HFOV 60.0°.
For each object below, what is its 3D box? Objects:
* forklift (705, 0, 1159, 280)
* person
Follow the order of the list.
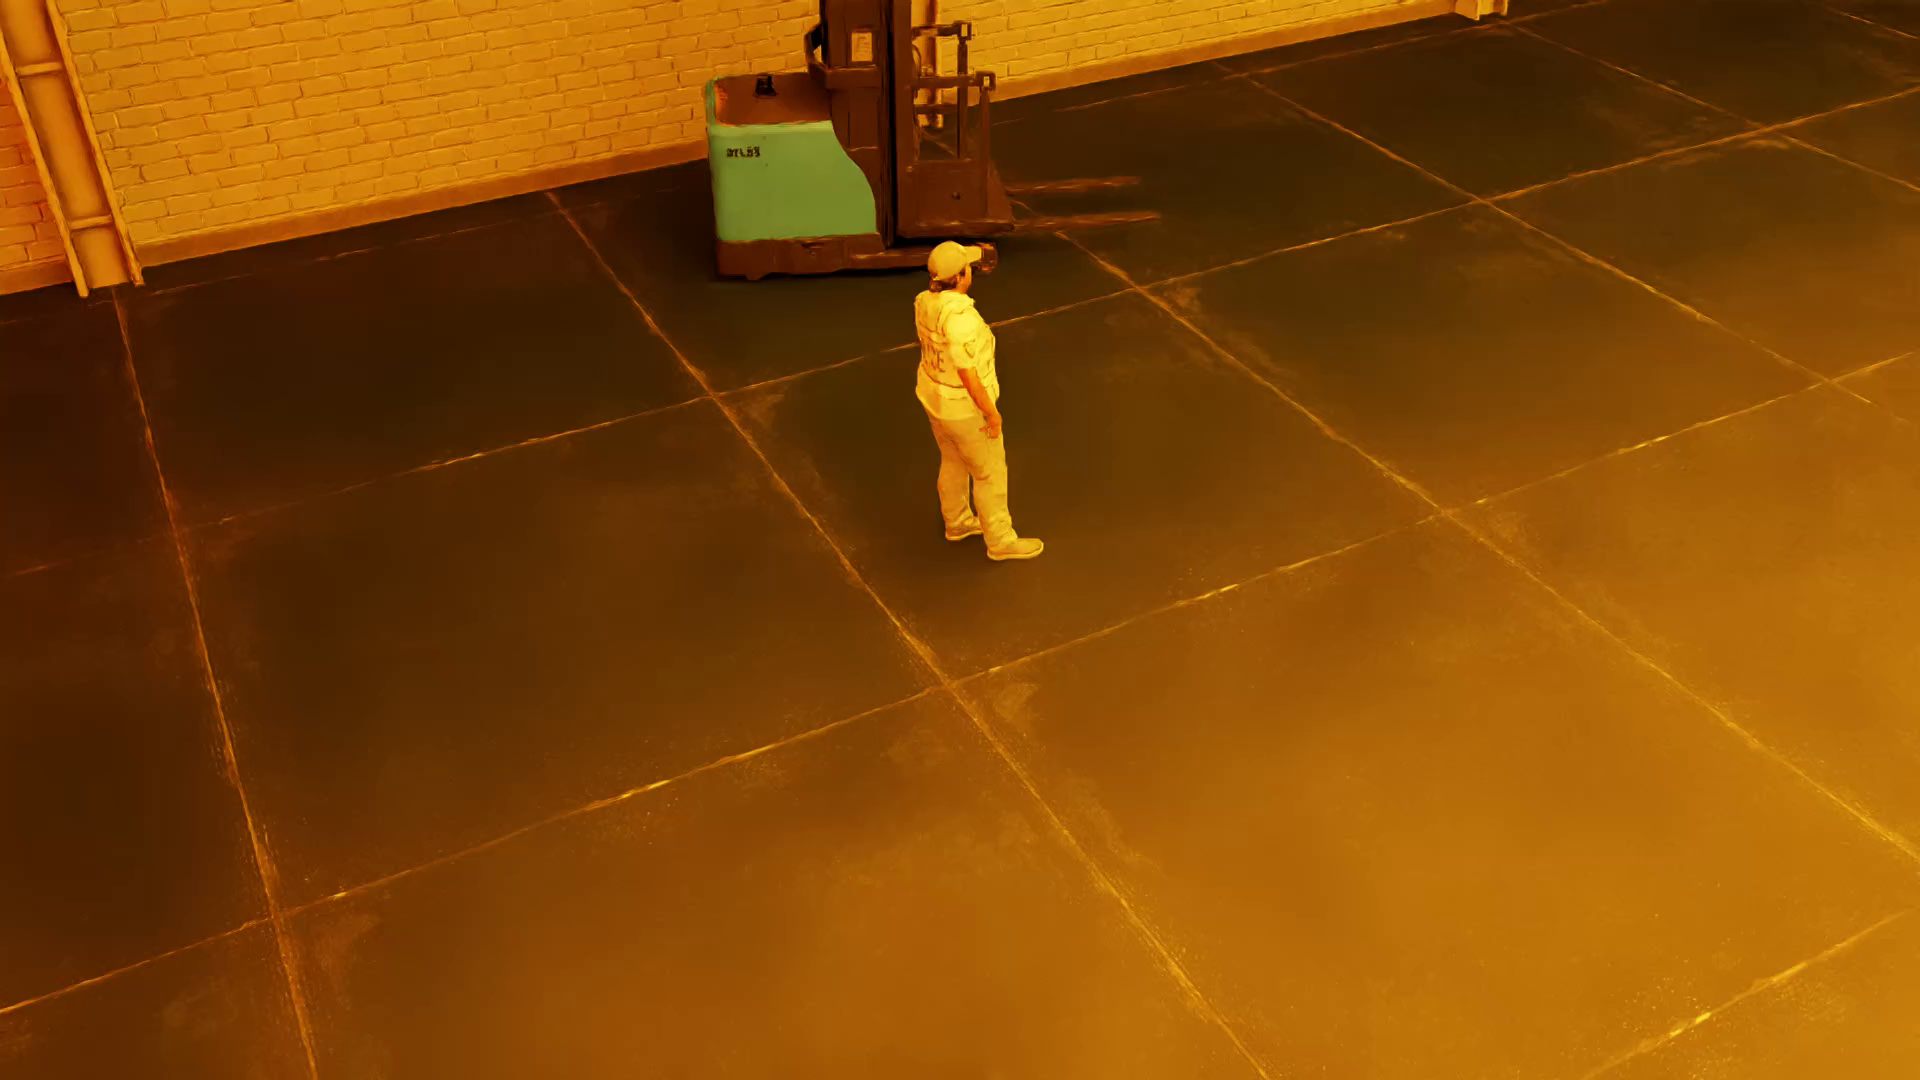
[{"bbox_3d":[-0.175,-3.306,10.800,3.031,2.935,1.130,-5,36,-7],"label":"forklift"},{"bbox_3d":[0.078,-0.696,8.190,0.529,1.669,0.598,-17,39,-23],"label":"person"}]
